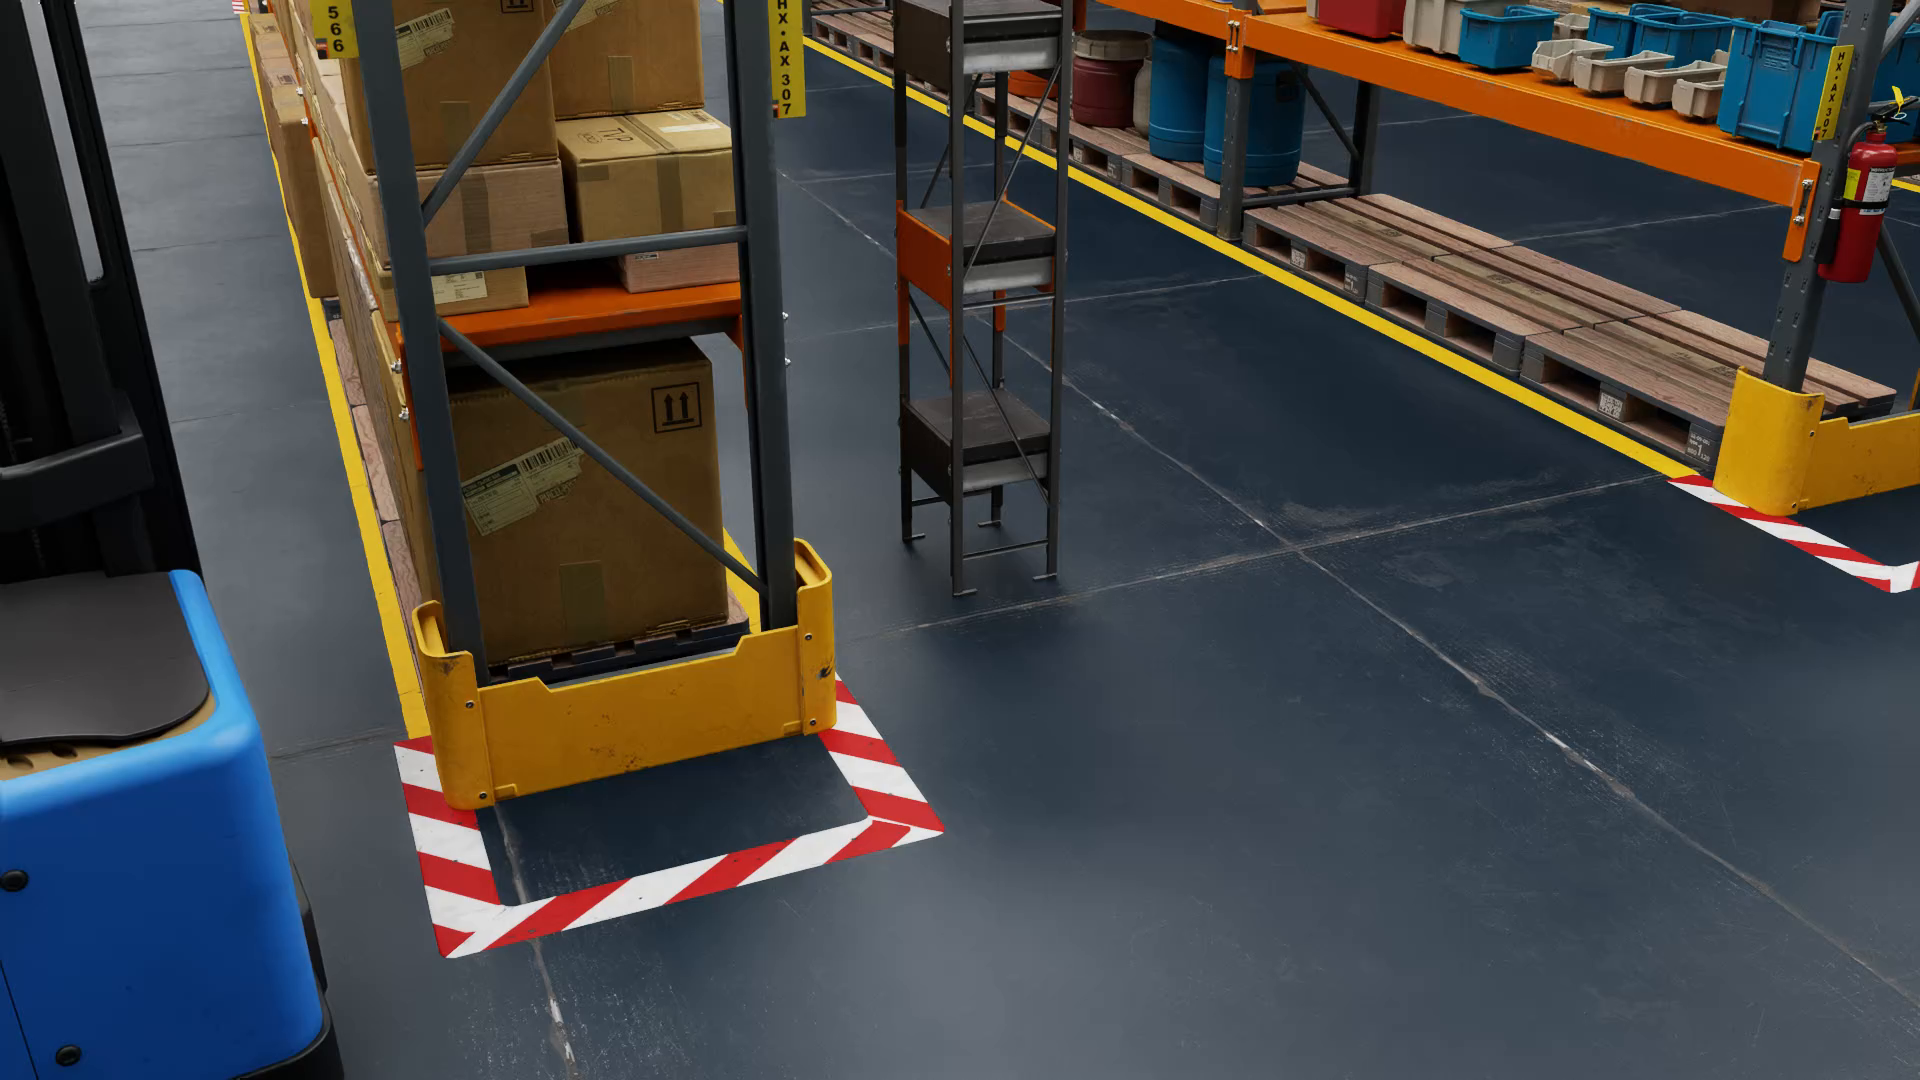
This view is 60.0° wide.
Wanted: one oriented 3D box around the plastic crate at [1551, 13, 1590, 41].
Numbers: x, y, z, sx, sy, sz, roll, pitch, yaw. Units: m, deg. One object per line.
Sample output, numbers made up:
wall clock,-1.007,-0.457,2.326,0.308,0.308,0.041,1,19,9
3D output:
plastic crate,2.978,-2.478,8.139,0.293,0.136,0.466,-11,28,-21

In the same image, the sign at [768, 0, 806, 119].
sign,-0.459,-1.273,4.361,0.100,0.325,0.005,-11,28,-21

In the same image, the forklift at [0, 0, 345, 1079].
forklift,-2.497,-0.454,3.839,1.130,2.935,3.031,-15,30,-27

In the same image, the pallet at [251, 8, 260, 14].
pallet,-6.448,-5.105,16.465,1.003,0.211,1.213,-11,28,-21

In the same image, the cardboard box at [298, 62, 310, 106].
cardboard box,-2.626,-1.974,7.162,0.380,0.149,0.250,-12,28,-22

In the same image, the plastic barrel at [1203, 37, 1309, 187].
plastic barrel,1.822,-2.689,10.252,0.600,0.901,0.708,-11,28,-21

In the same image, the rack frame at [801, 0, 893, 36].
rack frame,-1.114,-6.451,16.043,1.000,3.000,0.127,-11,28,-21

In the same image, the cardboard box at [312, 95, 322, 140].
cardboard box,-2.317,-1.659,6.516,0.380,0.149,0.250,-11,28,-21

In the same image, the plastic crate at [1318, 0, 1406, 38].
plastic crate,2.138,-2.873,8.575,0.402,0.464,0.583,-11,28,-21

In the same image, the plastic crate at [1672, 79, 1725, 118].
plastic crate,3.100,-1.813,6.776,0.396,0.136,0.243,-11,28,-21

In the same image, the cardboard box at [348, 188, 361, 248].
cardboard box,-1.712,-1.037,5.242,0.380,0.149,0.250,-10,28,-20

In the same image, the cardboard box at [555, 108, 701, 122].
cardboard box,-1.121,-1.270,5.265,0.500,0.250,0.500,-11,28,-21

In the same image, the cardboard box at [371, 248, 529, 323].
cardboard box,-1.414,-0.729,4.612,0.380,0.149,0.250,-10,28,-20

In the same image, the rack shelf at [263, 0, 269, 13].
rack shelf,-4.888,-4.469,12.804,1.077,0.370,4.000,-11,28,-21

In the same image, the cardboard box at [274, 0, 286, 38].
cardboard box,-3.371,-2.967,8.795,0.500,0.500,0.500,-11,28,-21

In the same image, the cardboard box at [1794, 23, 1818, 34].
cardboard box,6.394,-3.596,12.543,0.500,0.500,0.500,-10,28,-20

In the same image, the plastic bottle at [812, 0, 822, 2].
plastic bottle,-1.499,-5.693,17.009,0.144,0.351,0.185,-11,28,-21

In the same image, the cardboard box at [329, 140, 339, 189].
cardboard box,-2.013,-1.347,5.876,0.380,0.149,0.250,-10,28,-20

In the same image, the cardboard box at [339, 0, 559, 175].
cardboard box,-1.404,-1.310,4.491,0.500,0.500,0.500,-10,28,-20

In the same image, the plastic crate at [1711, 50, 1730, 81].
plastic crate,3.477,-2.088,7.341,0.250,0.136,0.298,-11,28,-21

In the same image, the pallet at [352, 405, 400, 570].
pallet,-1.831,-0.303,6.630,1.003,0.211,1.213,-11,28,-21

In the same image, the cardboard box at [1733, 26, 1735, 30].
cardboard box,5.740,-3.699,12.754,0.500,0.500,0.500,-10,28,-20

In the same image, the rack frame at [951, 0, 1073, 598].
rack frame,0.160,-0.778,5.451,0.400,2.100,0.015,-11,28,-21

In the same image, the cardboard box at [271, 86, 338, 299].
cardboard box,-2.807,-1.859,8.581,1.225,0.875,0.875,-10,28,-20

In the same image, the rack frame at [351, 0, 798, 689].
rack frame,-0.972,-0.755,4.378,1.000,3.000,0.127,-11,28,-21

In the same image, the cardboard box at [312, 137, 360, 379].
cardboard box,-2.353,-1.324,7.485,0.875,0.875,0.875,-11,28,-21

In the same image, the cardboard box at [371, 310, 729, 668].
cardboard box,-1.296,-0.234,5.253,0.875,0.875,0.875,-11,28,-21

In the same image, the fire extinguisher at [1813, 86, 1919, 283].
fire extinguisher,3.227,-1.265,5.935,0.296,0.674,0.183,-11,28,-21

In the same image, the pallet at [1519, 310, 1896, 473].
pallet,3.298,-0.693,7.428,1.003,0.211,1.213,-11,28,-21

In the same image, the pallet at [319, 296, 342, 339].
pallet,-2.910,-1.415,8.908,1.003,0.211,1.213,-11,28,-21

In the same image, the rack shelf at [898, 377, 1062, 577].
rack shelf,0.065,-0.235,5.966,0.431,0.518,0.480,-11,28,-21

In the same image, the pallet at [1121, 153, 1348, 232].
pallet,1.755,-2.287,10.693,1.003,0.211,1.213,-11,28,-21

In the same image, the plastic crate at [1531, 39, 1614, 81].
plastic crate,2.735,-2.157,7.481,0.298,0.136,0.250,-11,28,-21

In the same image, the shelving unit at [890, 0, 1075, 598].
shelving unit,0.065,-0.877,5.652,0.431,2.100,0.503,-11,28,-21

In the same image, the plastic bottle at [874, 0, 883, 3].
plastic bottle,-0.835,-5.626,16.963,0.097,0.271,0.097,0,26,0

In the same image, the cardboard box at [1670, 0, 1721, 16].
cardboard box,6.025,-4.325,13.183,0.500,0.250,0.500,-11,28,-22

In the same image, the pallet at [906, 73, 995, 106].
pallet,0.185,-3.902,14.002,1.003,0.211,1.213,-11,28,-21

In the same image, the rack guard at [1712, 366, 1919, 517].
rack guard,3.607,-0.475,6.654,1.175,0.500,0.348,-11,28,-21

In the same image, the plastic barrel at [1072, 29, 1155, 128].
plastic barrel,1.102,-3.290,11.840,0.600,0.588,0.708,-11,28,-21

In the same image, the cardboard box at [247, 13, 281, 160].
cardboard box,-3.854,-2.937,10.789,1.225,0.875,0.875,-12,28,-23

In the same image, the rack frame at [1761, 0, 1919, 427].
rack frame,3.586,-1.606,6.121,1.000,3.000,0.127,-11,28,-21

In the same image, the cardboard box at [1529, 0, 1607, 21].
cardboard box,5.137,-4.317,14.020,0.500,0.500,0.500,-12,28,-22

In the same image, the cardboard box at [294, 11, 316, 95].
cardboard box,-2.405,-2.000,6.759,0.500,0.250,0.500,-11,28,-21

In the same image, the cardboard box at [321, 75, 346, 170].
cardboard box,-1.803,-1.382,5.493,0.500,0.250,0.500,-12,28,-22
